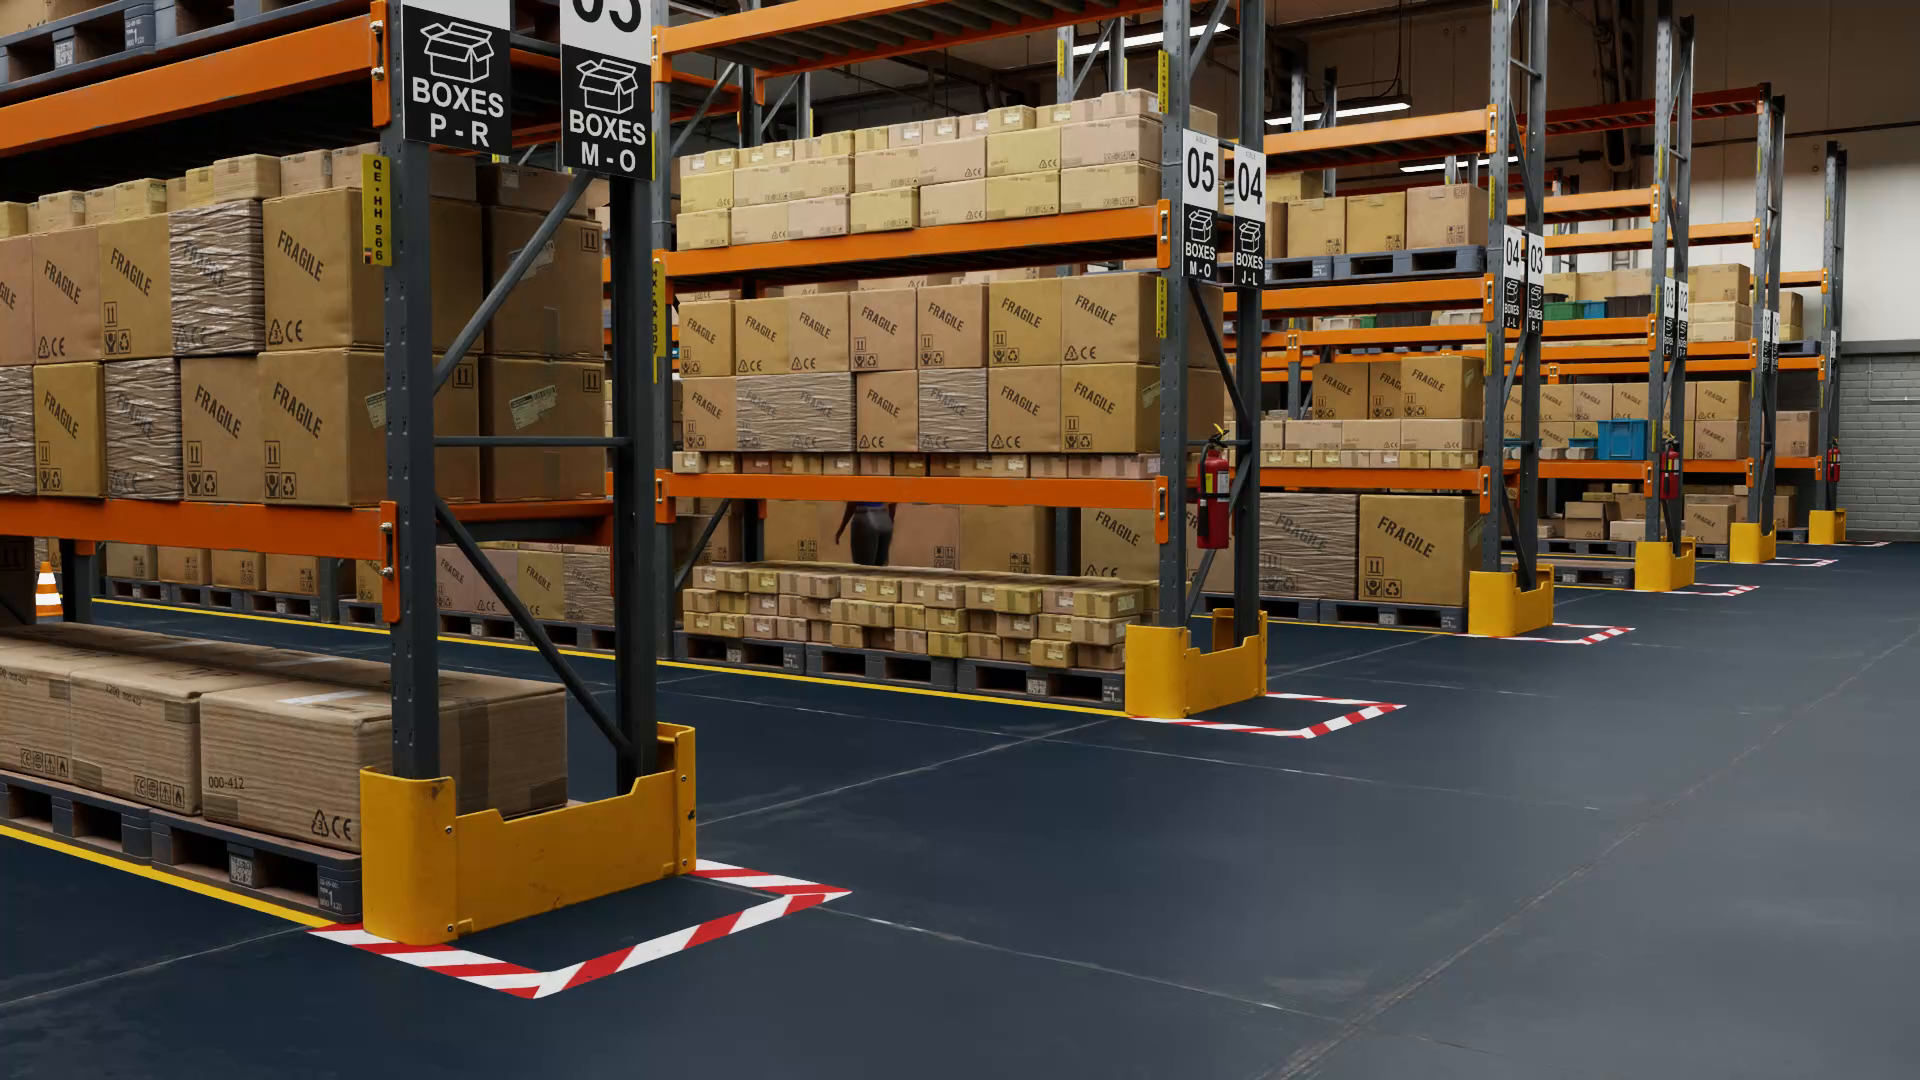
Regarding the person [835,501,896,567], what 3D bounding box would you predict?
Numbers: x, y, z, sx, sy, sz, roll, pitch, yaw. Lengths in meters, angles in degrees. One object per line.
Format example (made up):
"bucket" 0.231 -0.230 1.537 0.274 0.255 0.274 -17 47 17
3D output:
"person" -0.755 -0.071 13.004 0.449 1.682 0.482 2 4 35
